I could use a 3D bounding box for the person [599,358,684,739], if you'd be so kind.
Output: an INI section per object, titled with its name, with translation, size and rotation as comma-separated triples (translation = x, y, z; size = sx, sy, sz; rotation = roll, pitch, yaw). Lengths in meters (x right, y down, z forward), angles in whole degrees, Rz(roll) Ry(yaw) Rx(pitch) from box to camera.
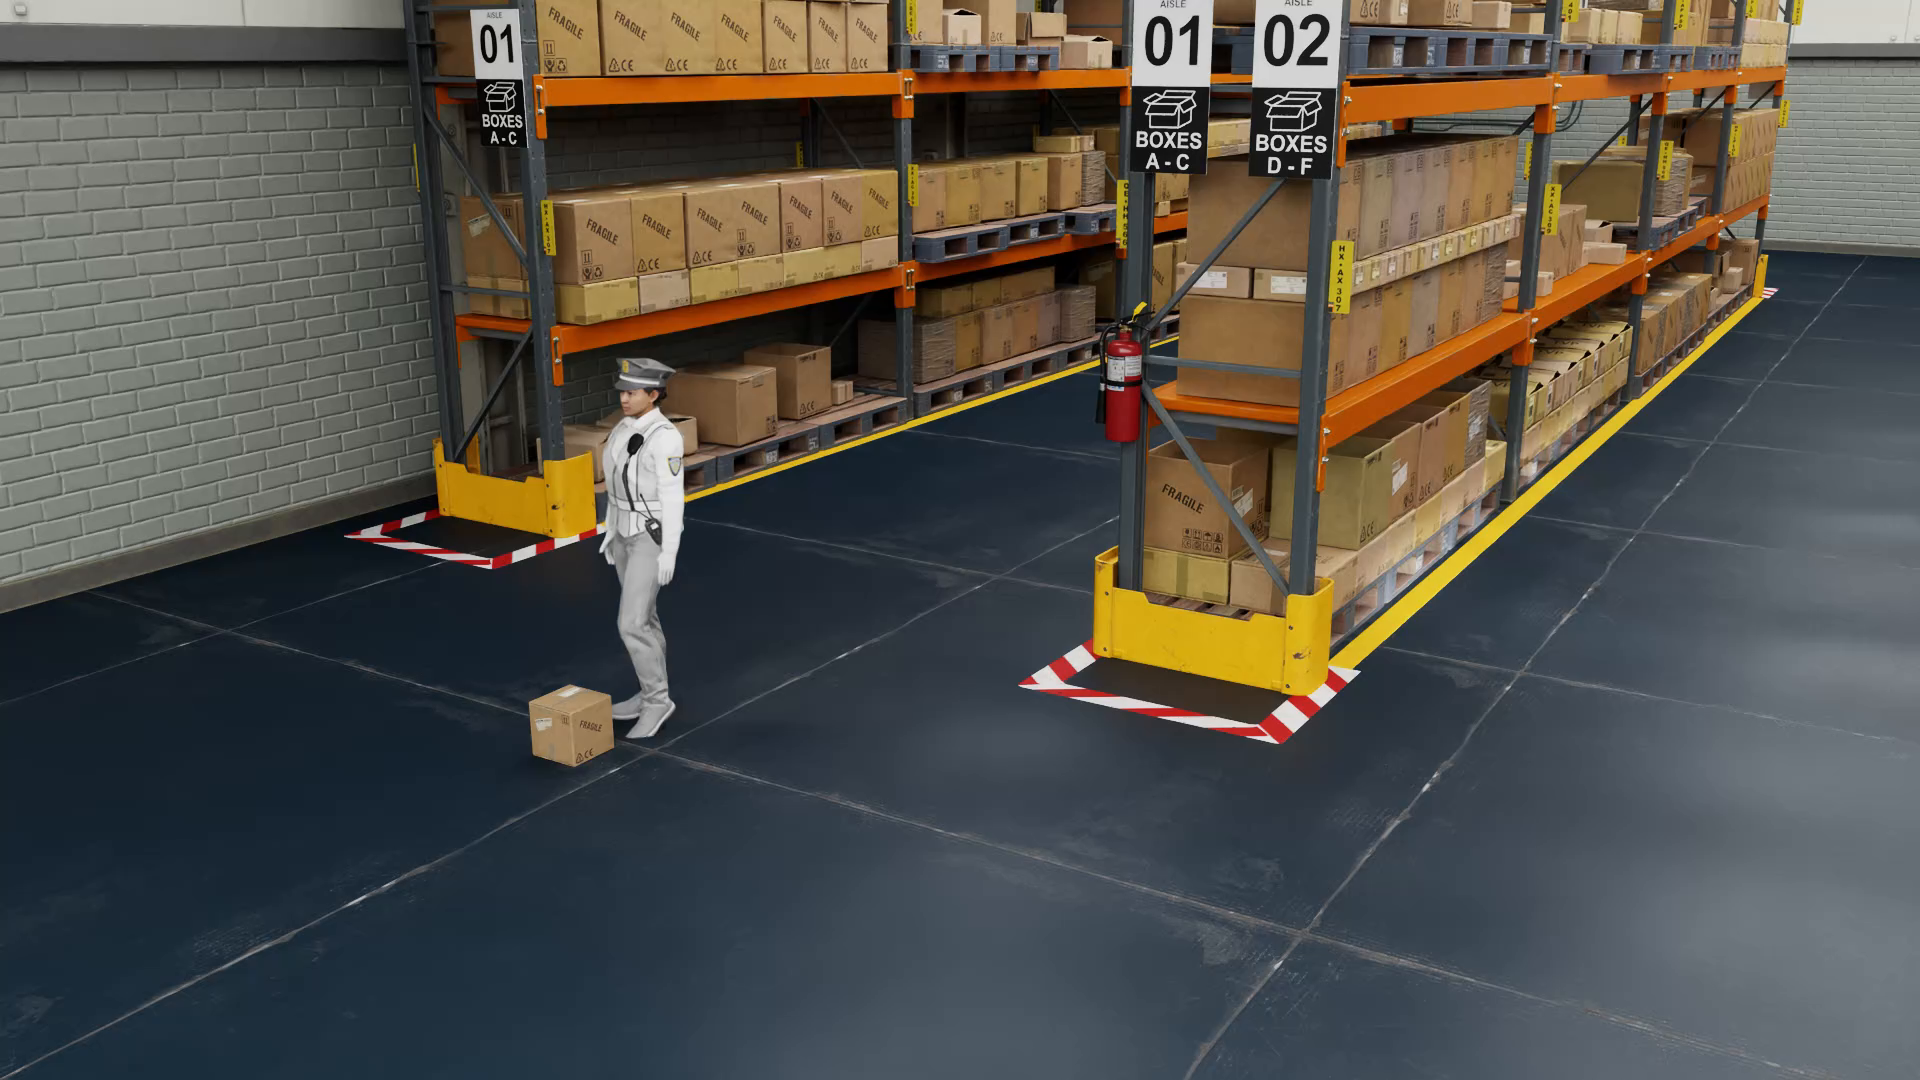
[person]
translation = -1.444, 0.027, 7.475
size = 0.386, 1.728, 0.517
rotation = -11, 20, -33
